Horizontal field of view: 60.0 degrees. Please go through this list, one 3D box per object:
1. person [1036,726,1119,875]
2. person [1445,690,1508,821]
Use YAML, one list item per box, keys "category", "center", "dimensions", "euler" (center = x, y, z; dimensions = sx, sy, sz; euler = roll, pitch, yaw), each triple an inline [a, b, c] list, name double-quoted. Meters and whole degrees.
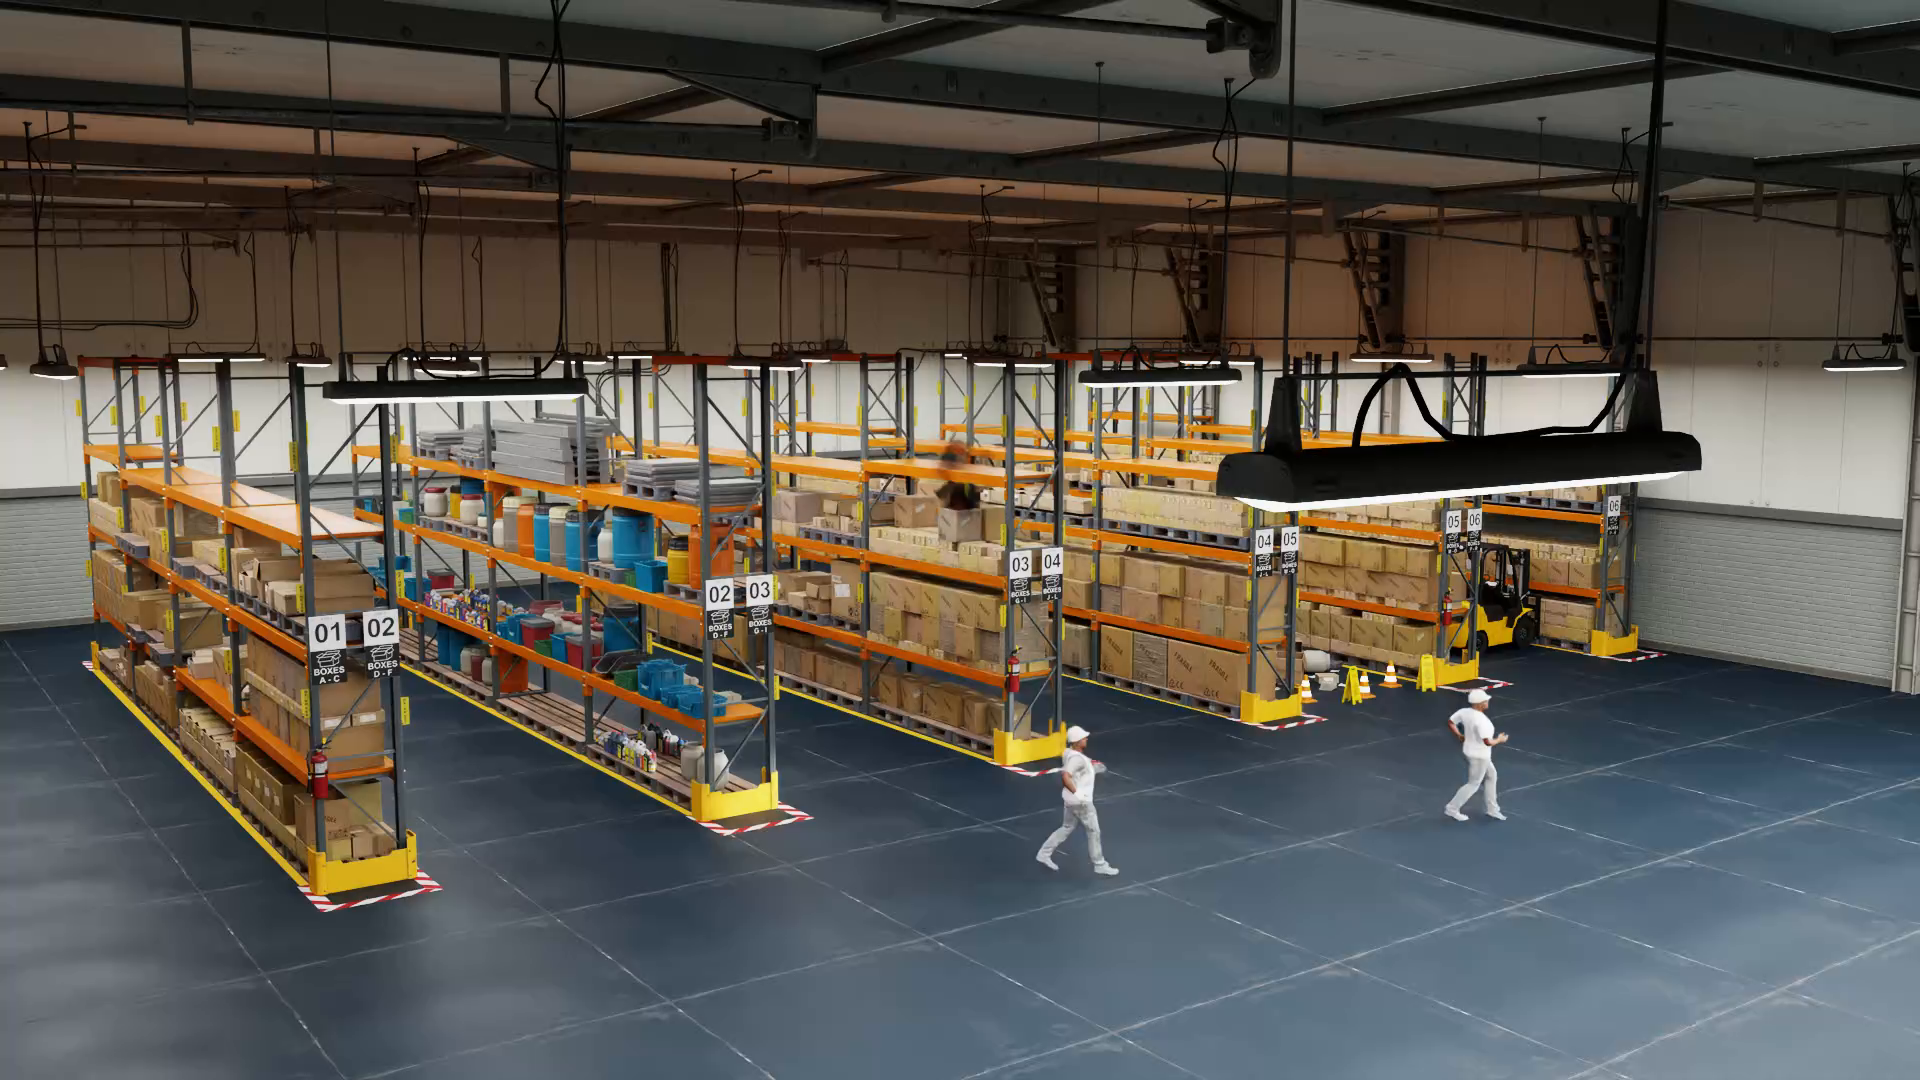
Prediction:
- category: "person"
  center: [1.385, 3.056, 19.502]
  dimensions: [0.986, 1.777, 0.679]
  euler: [-2, 7, -13]
- category: "person"
  center: [6.779, 2.829, 21.749]
  dimensions: [0.896, 1.785, 0.704]
  euler: [0, 7, -2]
